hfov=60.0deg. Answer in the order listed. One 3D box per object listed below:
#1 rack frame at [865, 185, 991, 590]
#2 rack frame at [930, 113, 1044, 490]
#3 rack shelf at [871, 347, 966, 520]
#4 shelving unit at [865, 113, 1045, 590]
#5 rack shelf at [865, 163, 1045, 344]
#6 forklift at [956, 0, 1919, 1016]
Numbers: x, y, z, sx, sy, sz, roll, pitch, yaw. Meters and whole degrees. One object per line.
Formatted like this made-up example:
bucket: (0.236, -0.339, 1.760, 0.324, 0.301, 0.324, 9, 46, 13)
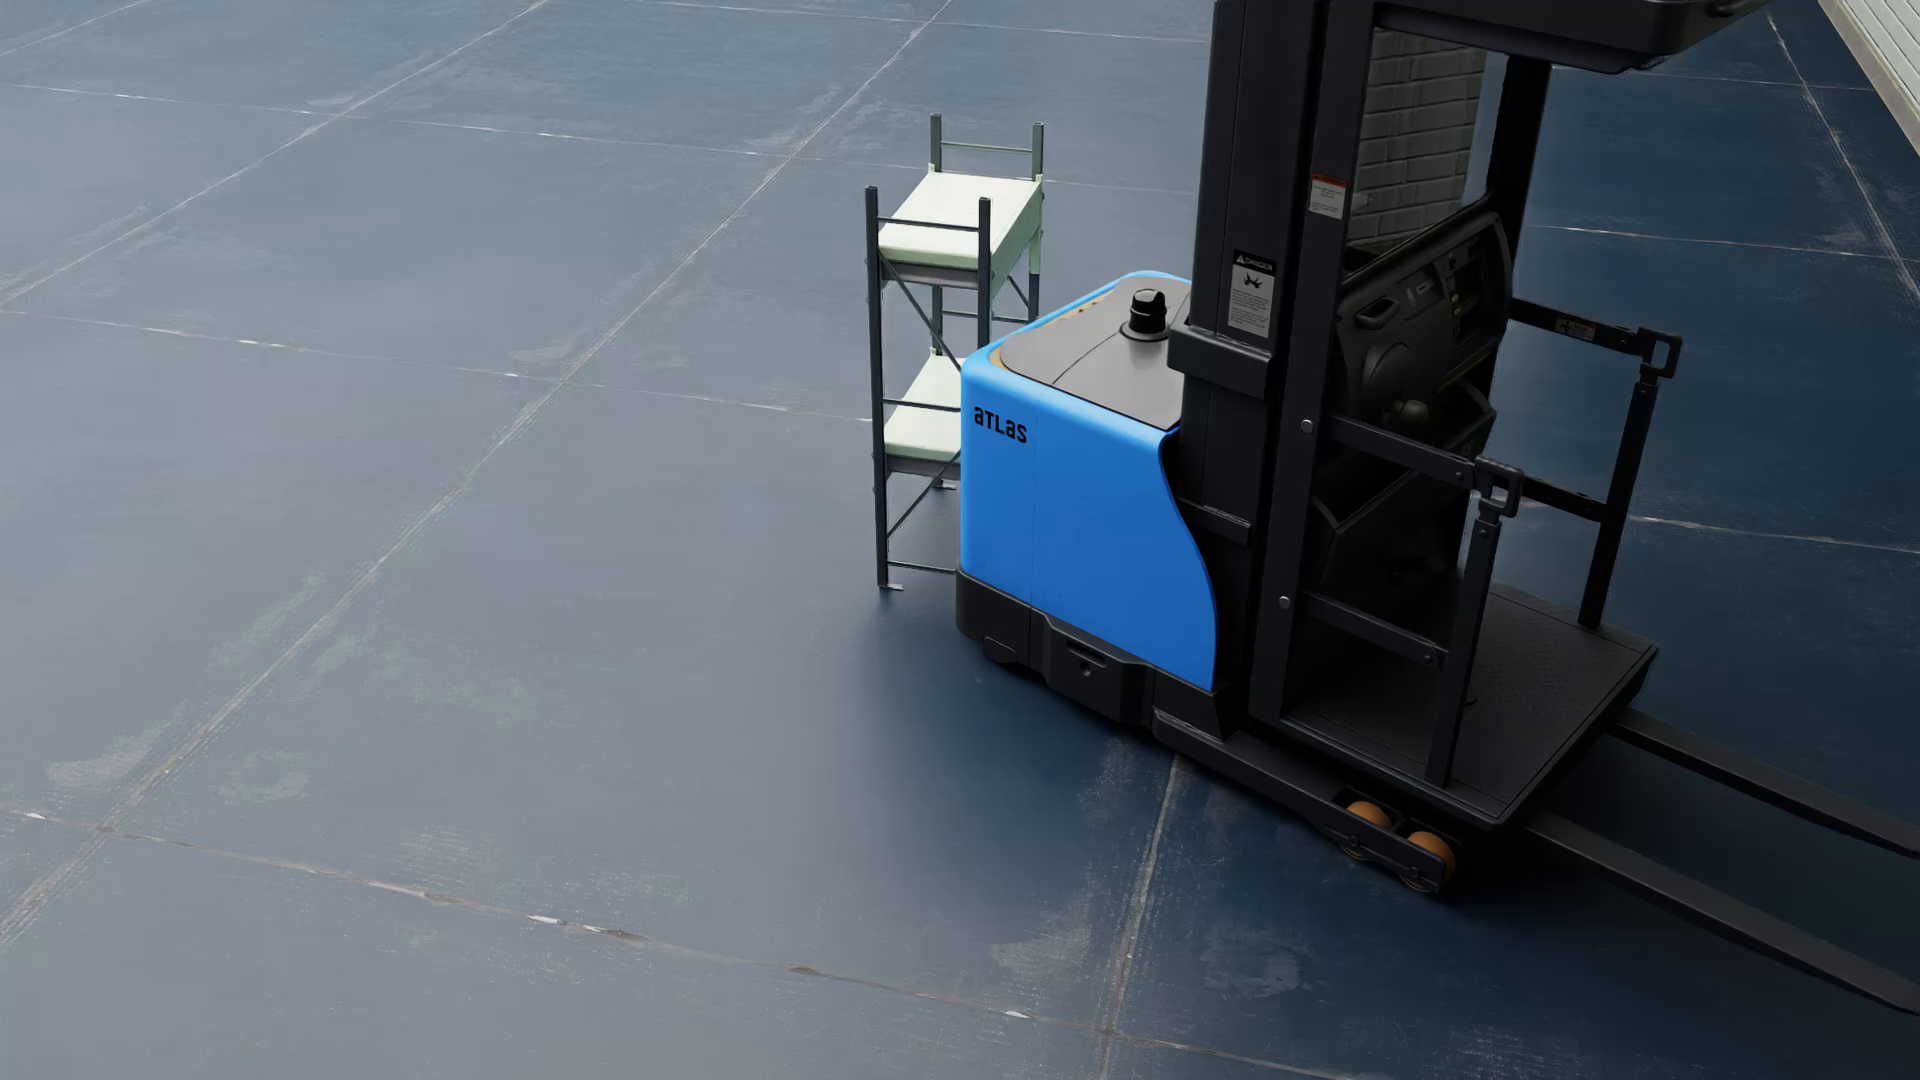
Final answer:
rack frame: (-0.101, -0.442, 5.547, 0.400, 1.500, 0.023, 8, 33, 13)
rack frame: (0.092, -0.821, 6.143, 0.400, 1.500, 0.023, 8, 33, 13)
rack shelf: (-0.005, -0.356, 6.020, 0.431, 0.370, 0.720, 8, 33, 13)
shelving unit: (-0.005, -0.631, 5.845, 0.431, 1.500, 0.755, 8, 33, 13)
rack shelf: (-0.004, -0.961, 5.635, 0.431, 0.370, 0.720, 8, 33, 13)
forklift: (1.426, -0.566, 4.408, 3.031, 2.935, 1.130, 25, 40, 34)
